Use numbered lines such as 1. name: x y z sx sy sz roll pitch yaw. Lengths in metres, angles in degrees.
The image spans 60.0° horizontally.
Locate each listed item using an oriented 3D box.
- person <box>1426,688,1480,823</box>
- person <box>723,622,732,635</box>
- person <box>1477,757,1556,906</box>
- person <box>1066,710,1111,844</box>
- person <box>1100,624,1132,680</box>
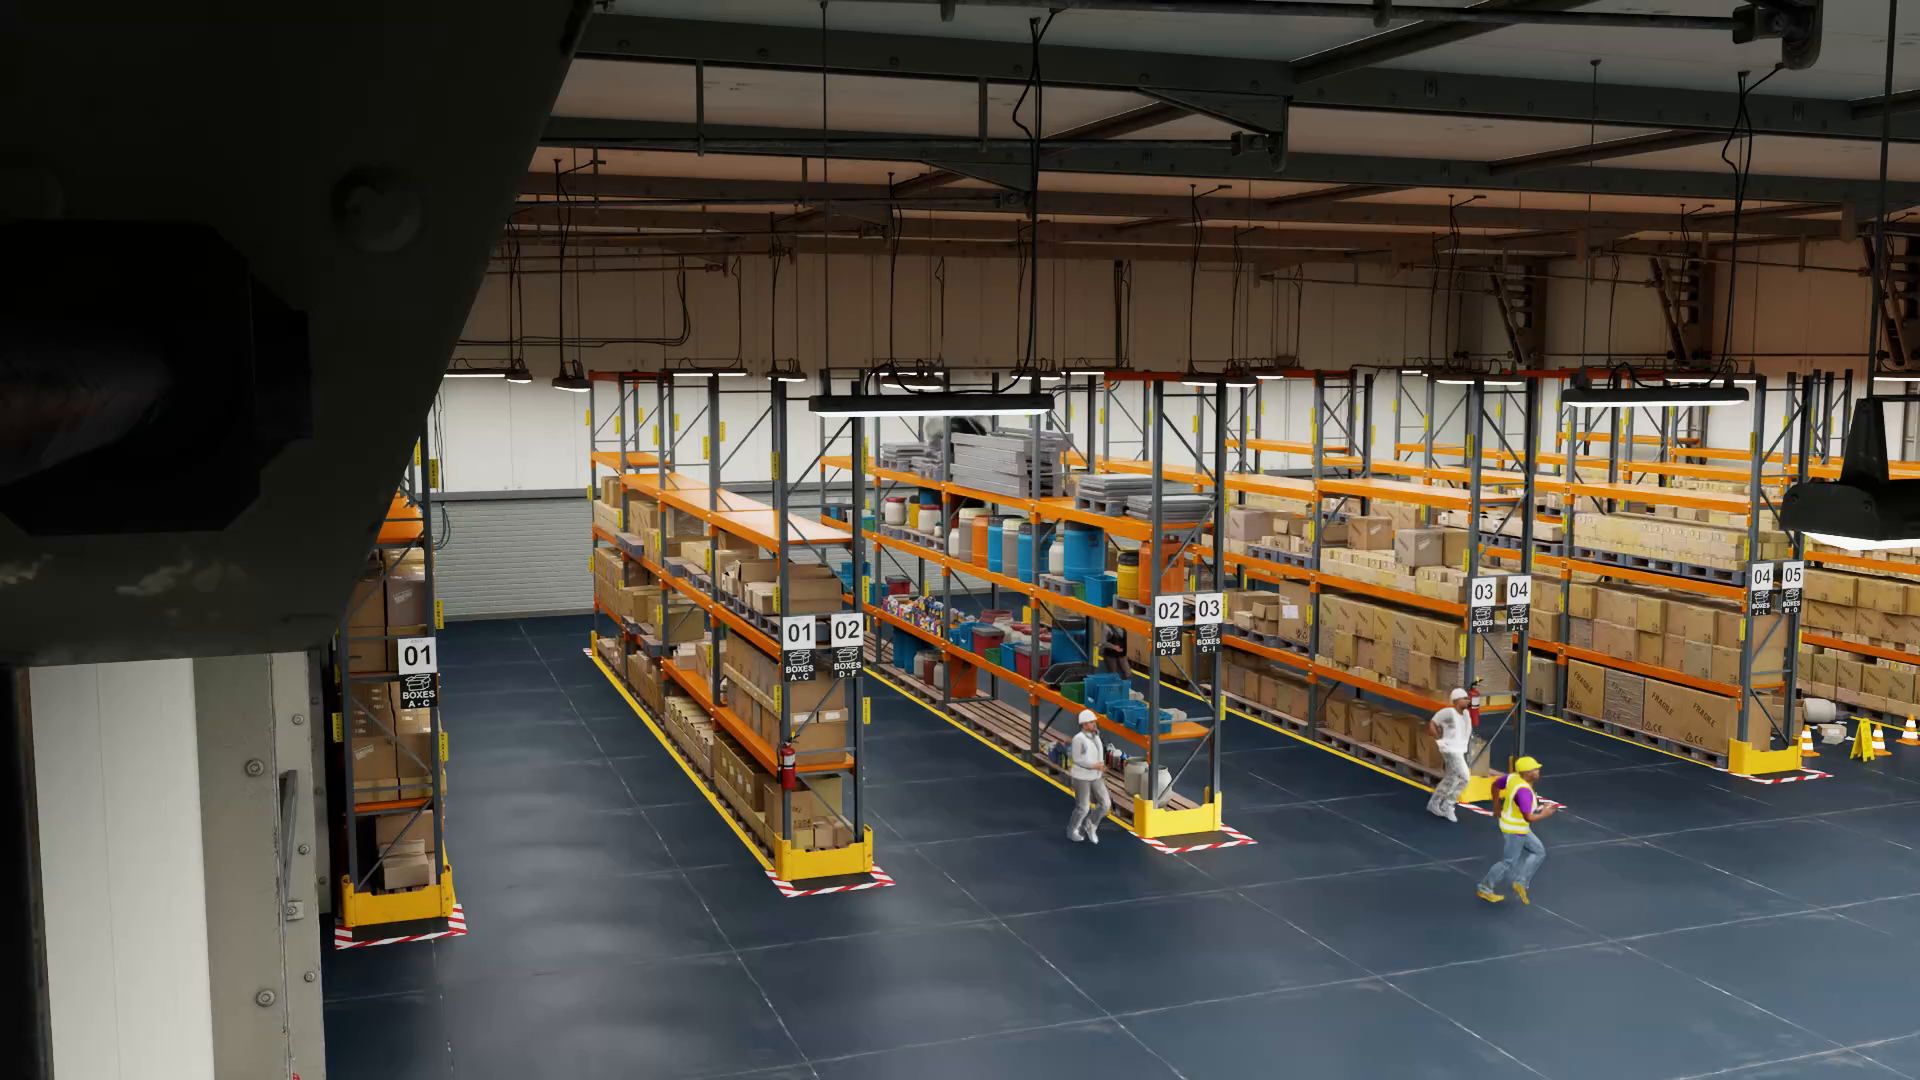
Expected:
1. person: 6.789 2.929 22.798 0.672 1.794 0.684 5 8 38
2. person: -4.731 1.654 34.123 0.647 1.823 0.702 -3 7 -27
3. person: 6.377 3.336 19.059 0.811 1.759 0.732 1 6 11
4. person: 1.685 3.077 21.467 0.684 1.794 0.684 6 9 42
5. person: 2.844 2.126 30.128 0.661 1.695 0.638 -4 7 -29
